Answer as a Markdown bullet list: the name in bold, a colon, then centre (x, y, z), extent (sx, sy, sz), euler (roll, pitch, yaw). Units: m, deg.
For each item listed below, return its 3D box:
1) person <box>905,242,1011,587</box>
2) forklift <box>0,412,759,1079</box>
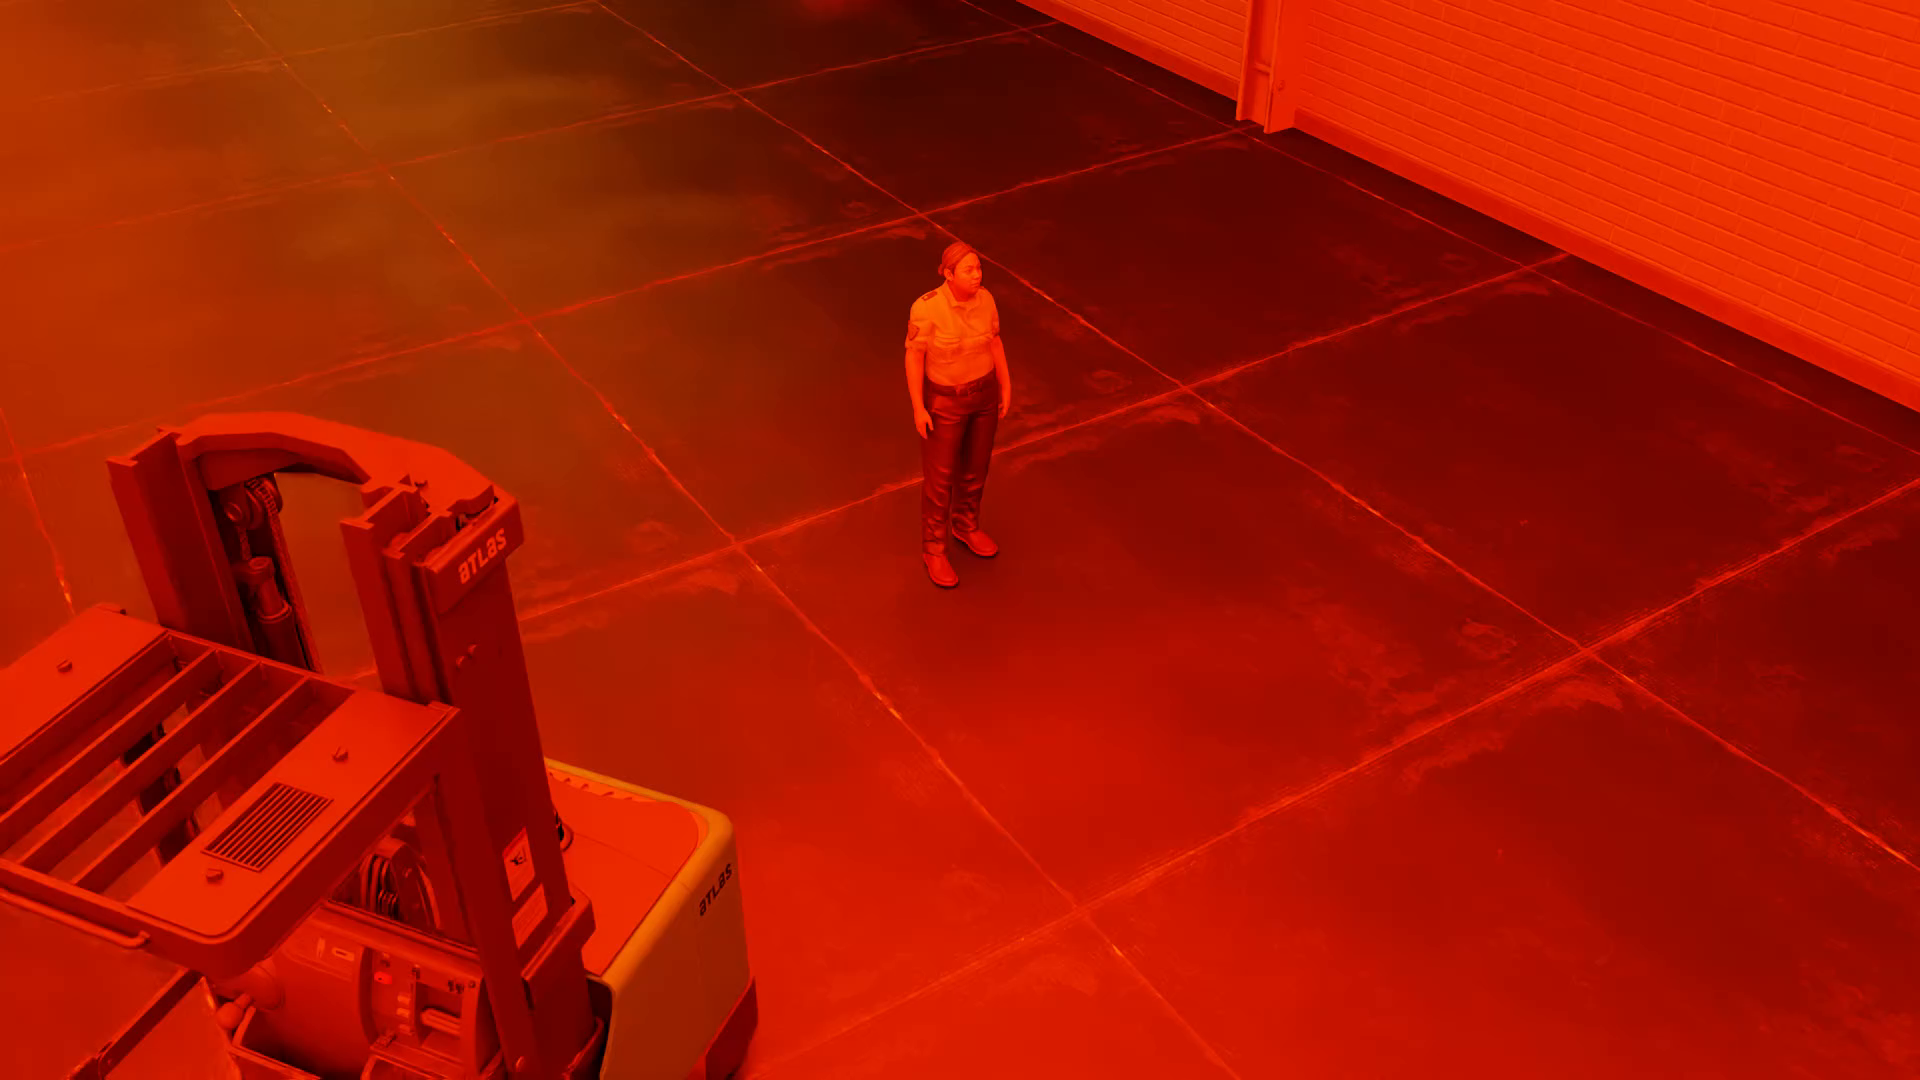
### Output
- **person**: centre (0.029, -0.631, 8.147), extent (0.598, 1.651, 0.503), euler (-21, 40, -27)
- **forklift**: centre (-1.764, 1.271, 4.339), extent (1.130, 2.935, 3.031), euler (13, 37, 18)
